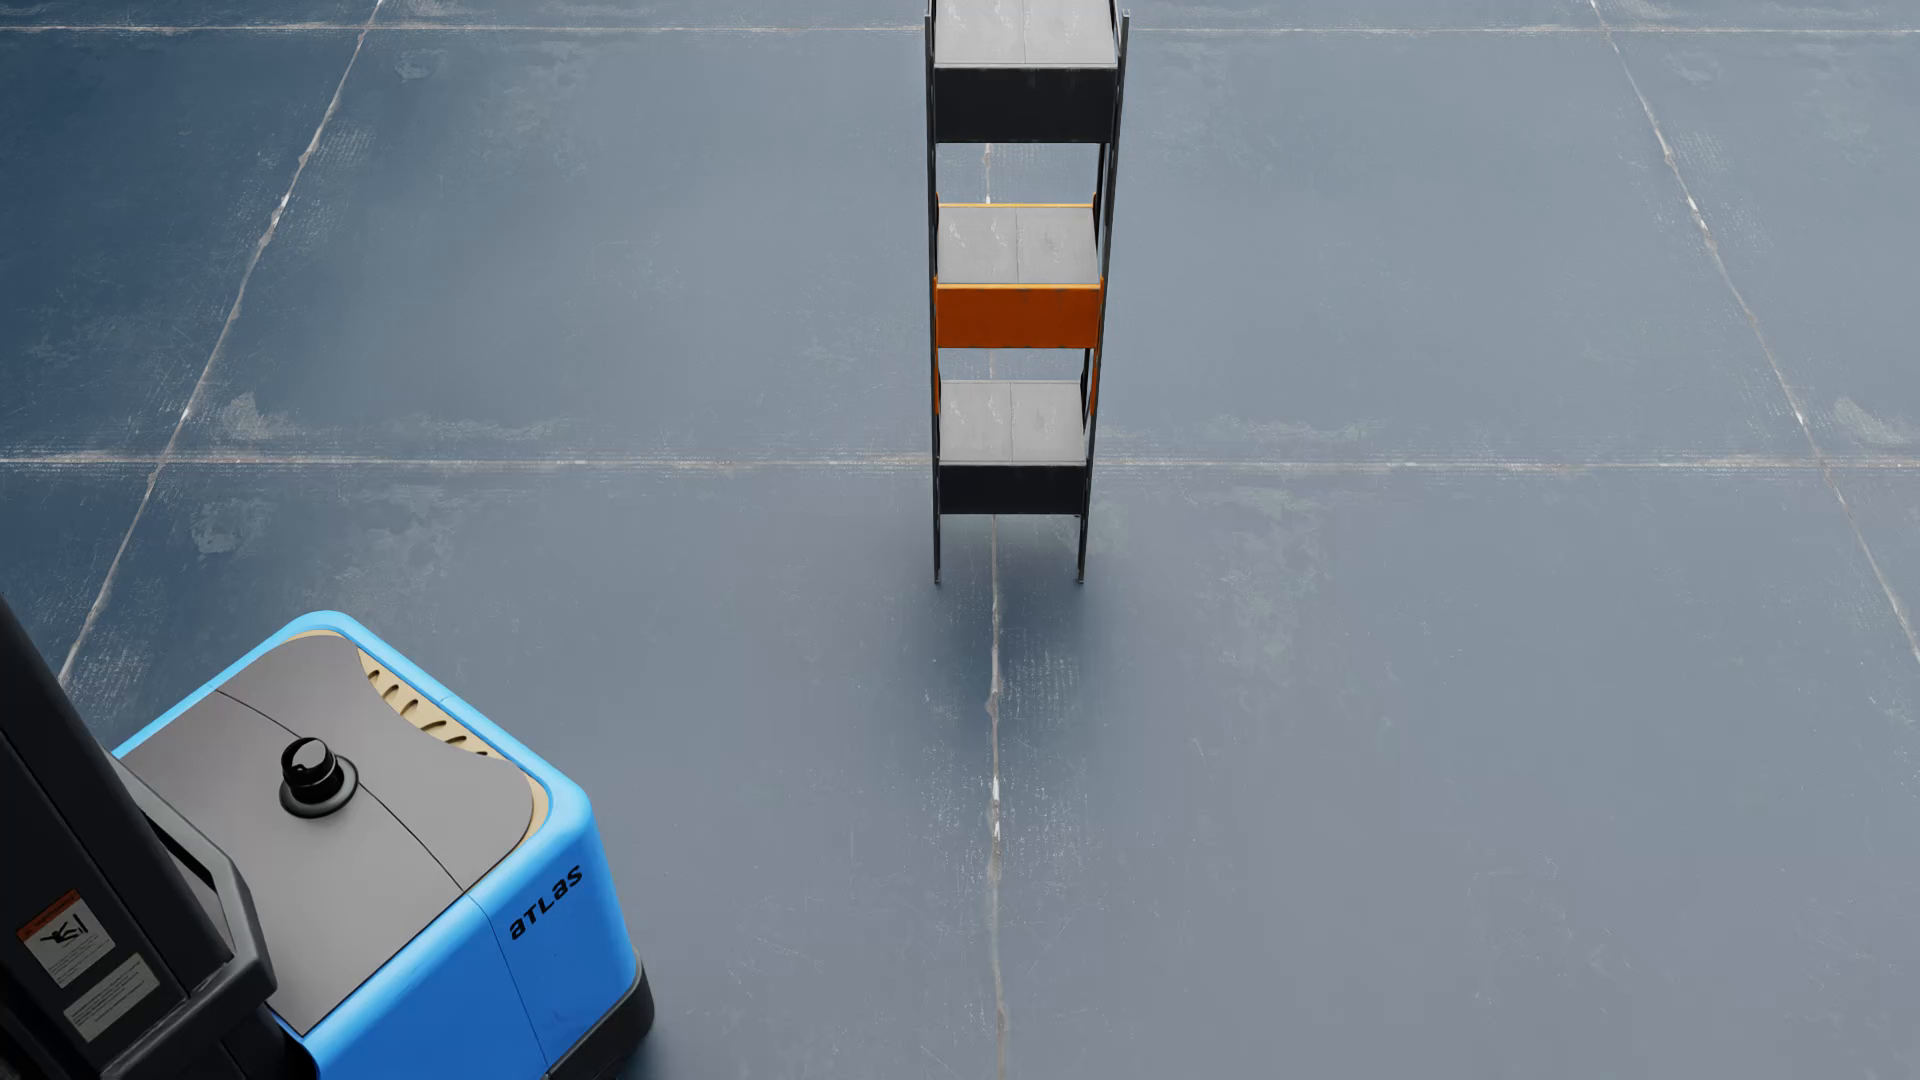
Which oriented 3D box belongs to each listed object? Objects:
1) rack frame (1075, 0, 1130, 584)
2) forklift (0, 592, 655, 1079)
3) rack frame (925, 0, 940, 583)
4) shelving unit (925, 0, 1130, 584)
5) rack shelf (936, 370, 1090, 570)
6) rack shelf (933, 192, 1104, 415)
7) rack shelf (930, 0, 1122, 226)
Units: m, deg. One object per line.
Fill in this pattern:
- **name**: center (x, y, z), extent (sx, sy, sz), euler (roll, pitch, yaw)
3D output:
- **rack frame**: center (0.410, -0.714, 4.980), extent (0.015, 2.100, 0.400), euler (0, 47, 0)
- **forklift**: center (-2.123, 0.951, 2.863), extent (1.130, 2.935, 3.031), euler (30, 54, 25)
- **rack frame**: center (-0.078, -0.716, 4.982), extent (0.015, 2.100, 0.400), euler (0, 47, 0)
- **shelving unit**: center (0.166, -0.715, 4.981), extent (0.503, 2.100, 0.431), euler (0, 47, 0)
- **rack shelf**: center (0.166, -0.229, 5.503), extent (0.480, 0.518, 0.431), euler (0, 47, 0)
- **rack shelf**: center (0.166, -0.706, 4.991), extent (0.480, 0.518, 0.431), euler (0, 47, 0)
- **rack shelf**: center (0.166, -1.183, 4.479), extent (0.480, 0.518, 0.431), euler (0, 47, 0)
